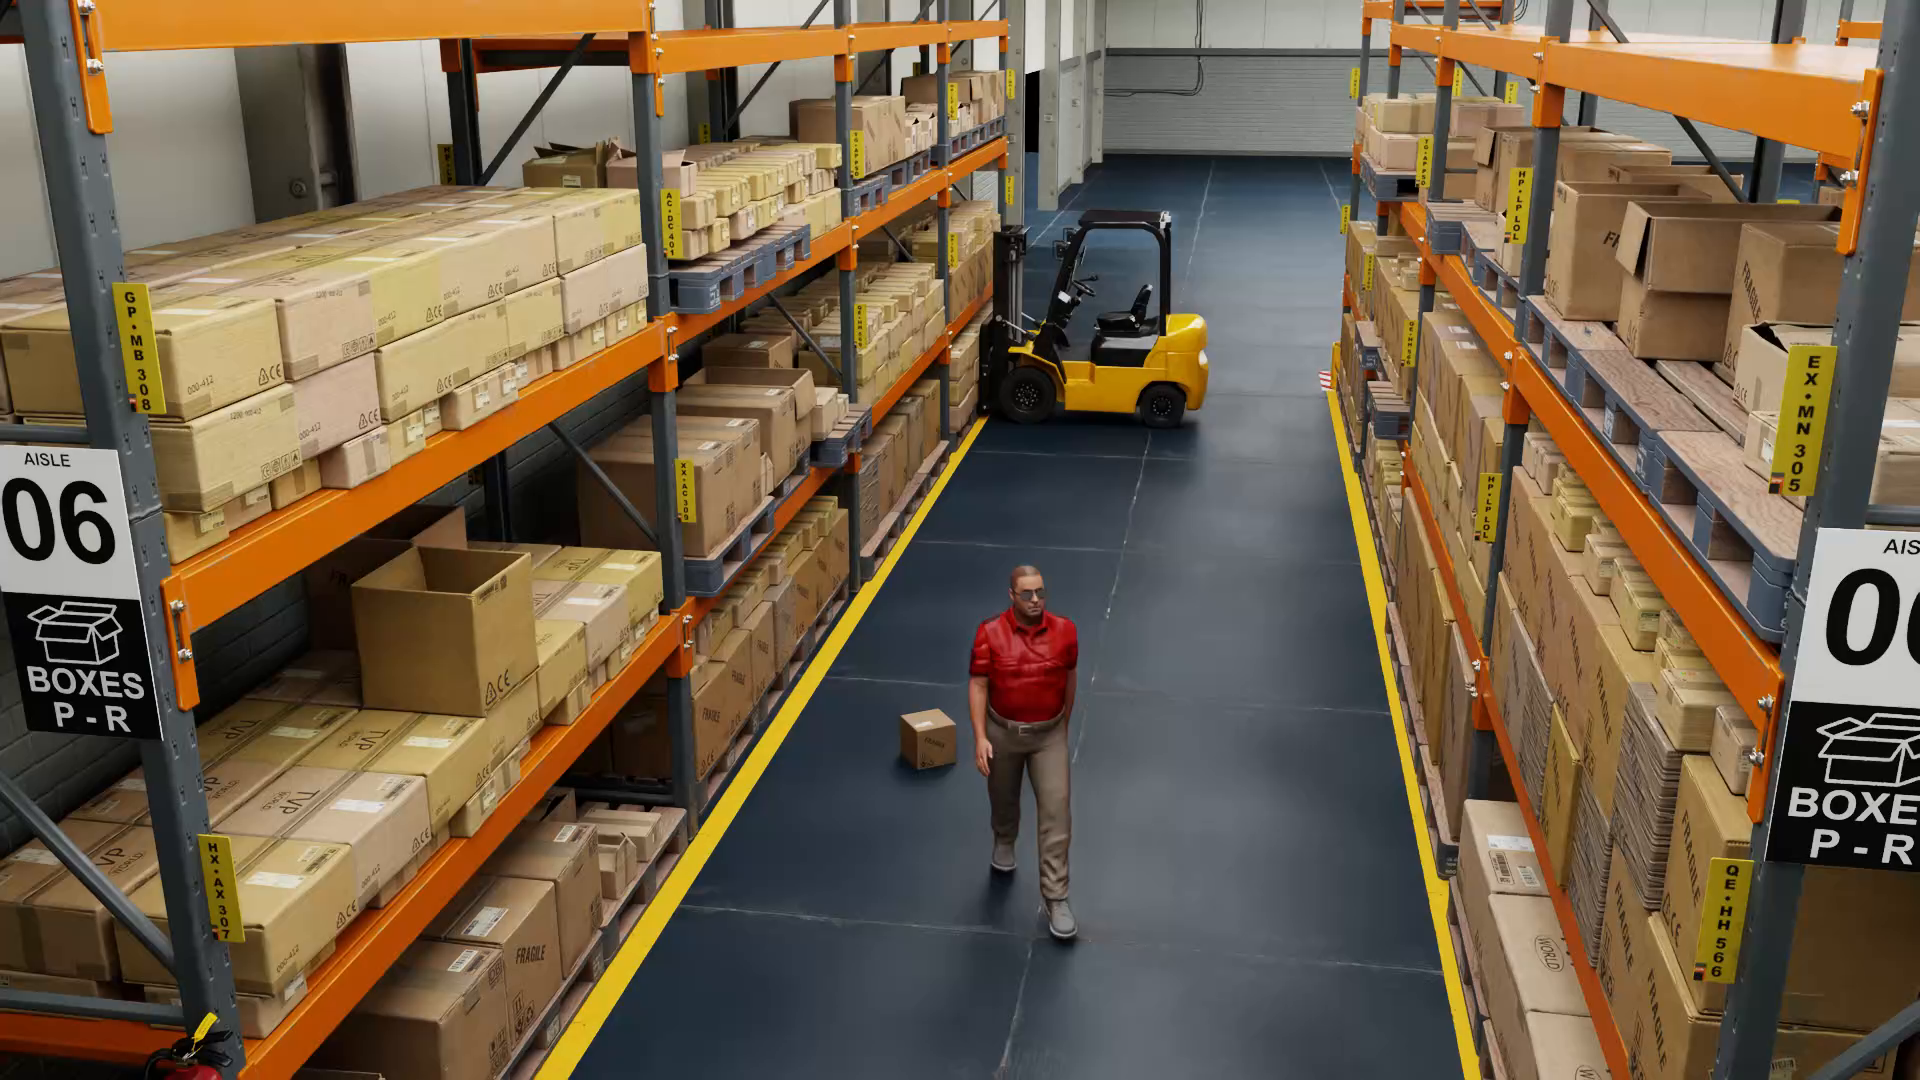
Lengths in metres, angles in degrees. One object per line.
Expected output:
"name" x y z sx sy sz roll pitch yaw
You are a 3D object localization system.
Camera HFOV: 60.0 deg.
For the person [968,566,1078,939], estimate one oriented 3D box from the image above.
"person" 0.317 0.960 8.039 0.550 1.674 0.986 -1 18 -4
